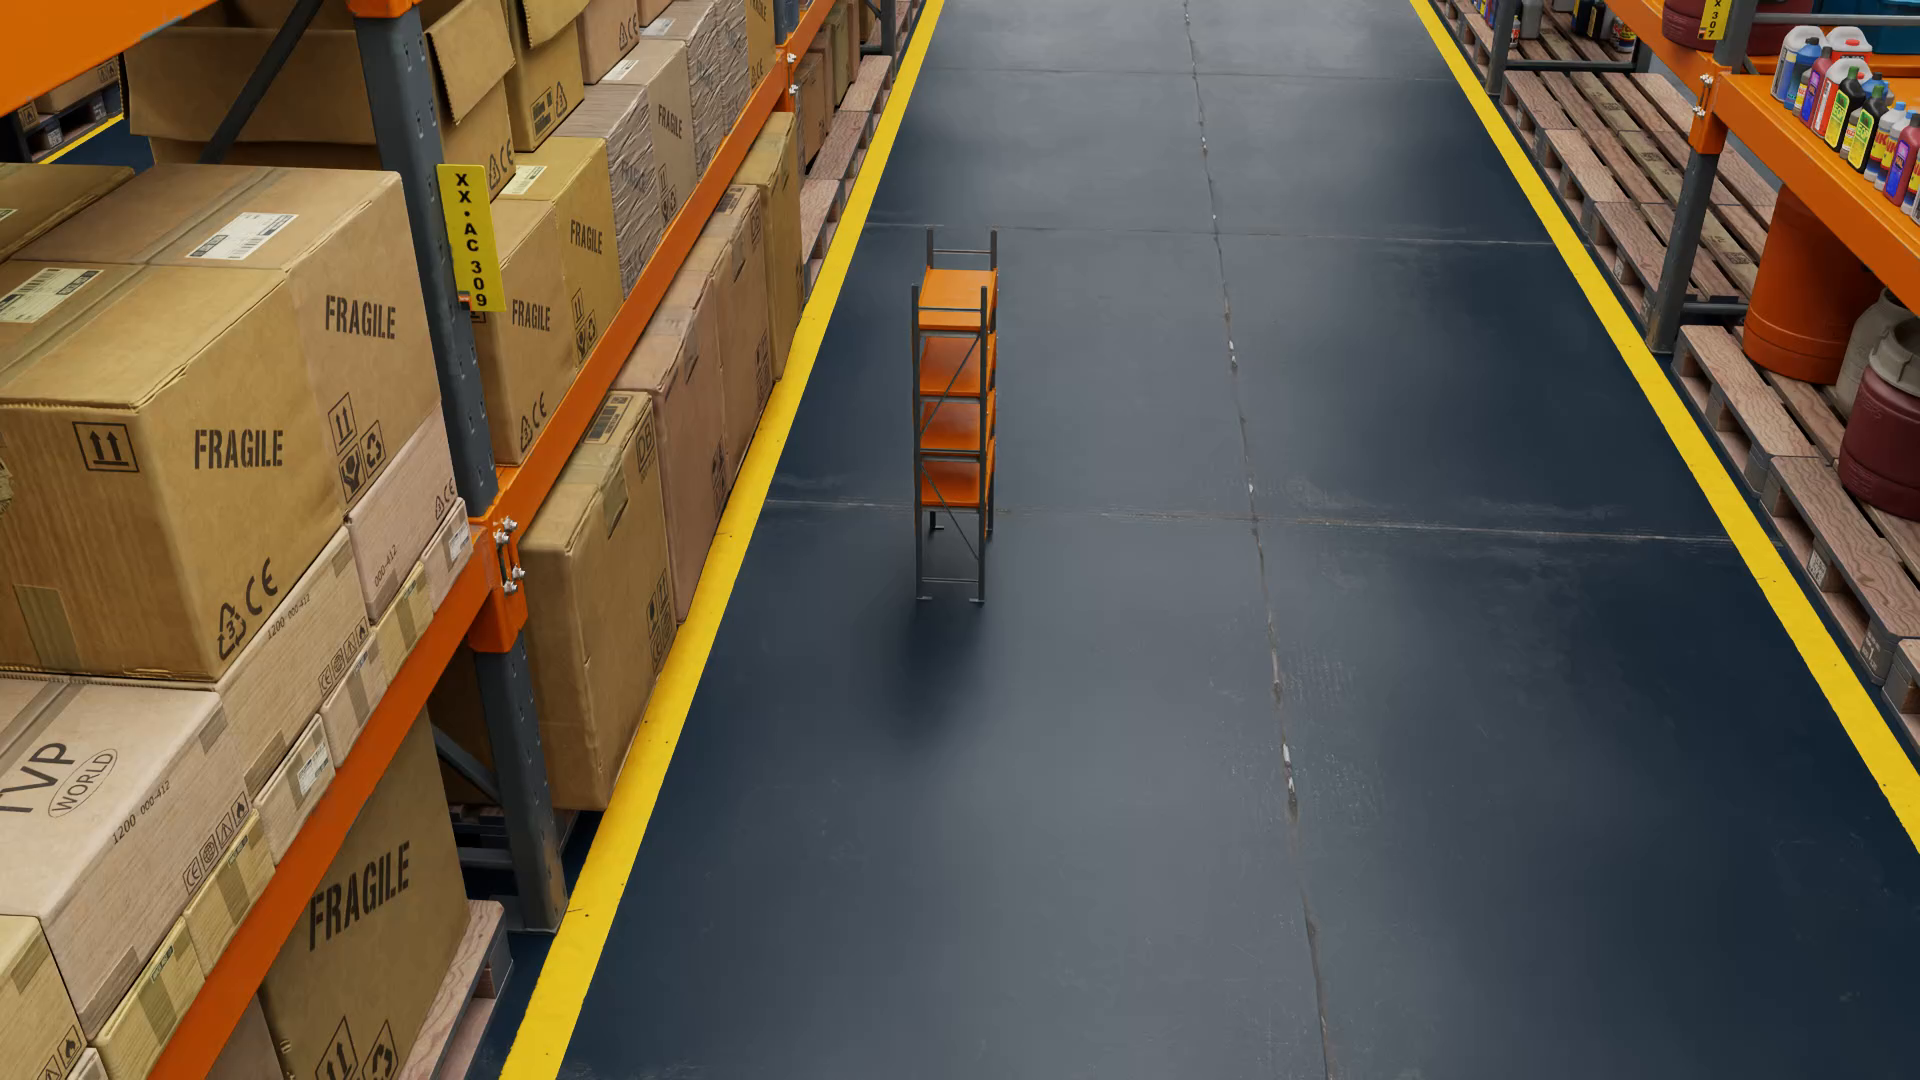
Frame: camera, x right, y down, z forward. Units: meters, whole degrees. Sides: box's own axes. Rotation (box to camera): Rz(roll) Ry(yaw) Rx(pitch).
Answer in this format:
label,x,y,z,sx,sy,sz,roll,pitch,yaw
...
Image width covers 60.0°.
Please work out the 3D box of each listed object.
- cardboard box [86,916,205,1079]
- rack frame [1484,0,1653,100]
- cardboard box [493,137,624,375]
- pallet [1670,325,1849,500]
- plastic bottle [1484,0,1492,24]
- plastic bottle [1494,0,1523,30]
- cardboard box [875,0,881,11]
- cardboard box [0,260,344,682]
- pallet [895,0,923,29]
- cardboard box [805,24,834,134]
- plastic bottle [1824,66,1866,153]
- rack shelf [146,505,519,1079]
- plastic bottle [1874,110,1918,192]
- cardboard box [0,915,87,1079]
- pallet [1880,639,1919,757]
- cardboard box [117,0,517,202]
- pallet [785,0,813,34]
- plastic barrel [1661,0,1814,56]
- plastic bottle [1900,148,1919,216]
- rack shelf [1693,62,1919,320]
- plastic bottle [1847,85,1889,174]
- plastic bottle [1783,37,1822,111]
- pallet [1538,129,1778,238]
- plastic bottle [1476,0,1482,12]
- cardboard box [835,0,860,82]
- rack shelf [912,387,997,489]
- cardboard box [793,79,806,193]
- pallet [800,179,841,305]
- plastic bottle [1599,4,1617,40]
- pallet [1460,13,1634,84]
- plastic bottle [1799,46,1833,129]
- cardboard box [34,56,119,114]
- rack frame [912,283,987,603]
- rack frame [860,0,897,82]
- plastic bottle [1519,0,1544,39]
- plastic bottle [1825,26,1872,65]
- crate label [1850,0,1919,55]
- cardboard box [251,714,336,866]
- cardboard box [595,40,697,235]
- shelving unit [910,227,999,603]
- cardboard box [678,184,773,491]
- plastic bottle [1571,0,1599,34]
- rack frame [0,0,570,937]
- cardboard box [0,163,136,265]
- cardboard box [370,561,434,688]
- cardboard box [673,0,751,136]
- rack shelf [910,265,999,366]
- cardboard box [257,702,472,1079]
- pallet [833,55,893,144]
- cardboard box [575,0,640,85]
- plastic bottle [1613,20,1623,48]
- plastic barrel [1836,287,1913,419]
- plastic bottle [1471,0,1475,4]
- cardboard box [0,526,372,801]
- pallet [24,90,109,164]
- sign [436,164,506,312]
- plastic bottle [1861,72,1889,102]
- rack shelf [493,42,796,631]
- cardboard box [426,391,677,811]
label,x,y,z,sx,sy,sz,roll,pitch,yaw
cardboard box,-1.389,0.696,2.502,0.380,0.149,0.250,2,32,3
rack frame,4.001,-4.228,10.252,1.000,3.000,0.127,2,32,4
cardboard box,-1.260,-0.792,4.581,0.500,0.500,0.500,3,32,4
pallet,3.653,-0.536,6.918,1.003,0.211,1.213,2,32,4
plastic bottle,3.754,-3.796,11.720,0.061,0.283,0.133,5,32,7
plastic bottle,3.766,-3.637,11.398,0.144,0.351,0.185,2,32,3
cardboard box,-0.824,-4.062,11.964,0.500,0.500,0.500,13,34,19
cardboard box,-1.403,-0.125,2.739,0.500,0.500,0.500,3,32,4
pallet,-0.819,-4.245,12.937,1.003,0.211,1.213,2,32,4
cardboard box,-1.110,-2.702,9.738,0.700,0.500,0.500,0,32,0
plastic bottle,3.224,-1.565,6.041,0.061,0.283,0.133,2,32,4
rack shelf,-1.750,1.095,2.299,1.077,0.370,4.000,2,32,4
plastic bottle,3.206,-1.327,5.667,0.097,0.271,0.097,0,32,0
cardboard box,-1.487,0.725,2.074,0.500,0.250,0.500,2,32,3
pallet,3.454,0.740,4.848,1.003,0.211,1.213,2,32,4
cardboard box,-1.543,-1.061,4.061,0.797,0.503,0.637,2,32,3
pallet,-1.309,-2.644,7.864,1.213,0.211,1.003,2,32,4
plastic barrel,3.411,-2.450,7.237,0.600,0.536,0.708,2,32,4
plastic bottle,3.187,-1.206,5.471,0.097,0.271,0.097,0,32,0
rack shelf,3.513,-0.785,5.350,1.077,0.370,4.000,2,32,4
plastic bottle,3.205,-1.444,5.845,0.061,0.283,0.133,2,32,4
plastic bottle,3.281,-1.810,6.451,0.097,0.271,0.097,0,32,0
pallet,3.879,-1.989,9.277,1.003,0.211,1.213,2,32,4
plastic bottle,3.825,-3.959,11.992,0.152,0.276,0.135,3,32,5
cardboard box,-1.007,-3.243,10.616,0.700,0.500,0.500,0,32,0
rack shelf,-0.013,-0.367,5.830,0.258,0.148,0.480,2,32,4
cardboard box,-1.194,-2.113,8.783,0.700,0.500,0.500,0,32,0
pallet,-1.196,-1.570,8.596,1.003,0.211,1.213,2,32,4
plastic bottle,4.463,-3.574,11.368,0.152,0.276,0.135,4,32,6
pallet,4.097,-3.391,11.551,1.003,0.211,1.213,2,32,4
plastic bottle,3.246,-1.705,6.268,0.061,0.283,0.133,2,32,4
cardboard box,-5.914,-3.093,10.154,1.050,0.750,0.750,2,32,4
rack frame,-0.033,-0.297,5.588,0.240,1.200,0.015,2,32,4
rack frame,-0.935,-4.440,10.596,1.000,3.000,0.127,2,32,4
plastic bottle,3.910,-3.631,11.388,0.144,0.351,0.185,2,32,4
plastic bottle,3.470,-1.865,6.536,0.152,0.276,0.135,2,32,4
crate label,4.083,-2.270,7.234,0.303,0.233,0.416,2,32,4
cardboard box,-1.348,0.427,2.938,0.380,0.149,0.250,3,32,5
cardboard box,-1.182,-1.324,5.444,0.500,0.500,0.500,3,32,5
shelving unit,-0.013,-0.424,5.795,0.258,1.200,0.503,2,32,4
cardboard box,-1.418,-0.797,6.309,1.225,0.875,0.875,3,32,4
plastic bottle,4.337,-3.699,11.498,0.144,0.351,0.185,2,32,4
rack frame,-1.587,-0.257,3.808,1.000,3.000,0.127,2,32,4
cardboard box,-1.881,-0.399,3.183,0.500,0.500,0.500,2,32,4
cardboard box,-1.306,0.159,3.373,0.380,0.149,0.250,3,32,5
cardboard box,-1.101,-1.862,6.317,0.500,0.500,0.500,2,32,4
rack shelf,-0.013,-0.759,5.589,0.258,0.148,0.480,2,32,4
cardboard box,-1.720,0.811,3.700,0.875,0.875,0.875,2,32,4
pallet,-0.997,-2.846,10.666,1.003,0.211,1.213,2,32,4
cardboard box,-1.441,-1.745,5.171,0.797,0.503,0.637,3,32,6
plastic bottle,4.472,-3.425,11.197,0.097,0.201,0.097,0,32,0
plastic barrel,3.696,-0.701,6.499,0.421,0.512,0.421,0,32,0
plastic bottle,3.816,-4.074,12.182,0.097,0.271,0.097,0,32,0
cardboard box,-1.401,0.193,2.937,0.500,0.250,0.500,3,32,5
pallet,-5.955,-2.471,10.059,1.003,0.211,1.213,2,32,4
sign,-1.034,-0.636,3.523,0.100,0.325,0.005,2,32,4
plastic bottle,3.304,-1.566,6.054,0.097,0.271,0.097,0,32,0
rack shelf,-1.424,-0.996,5.693,1.077,0.370,4.000,2,32,4
cardboard box,-1.555,0.133,4.799,1.225,0.875,0.875,3,32,4
